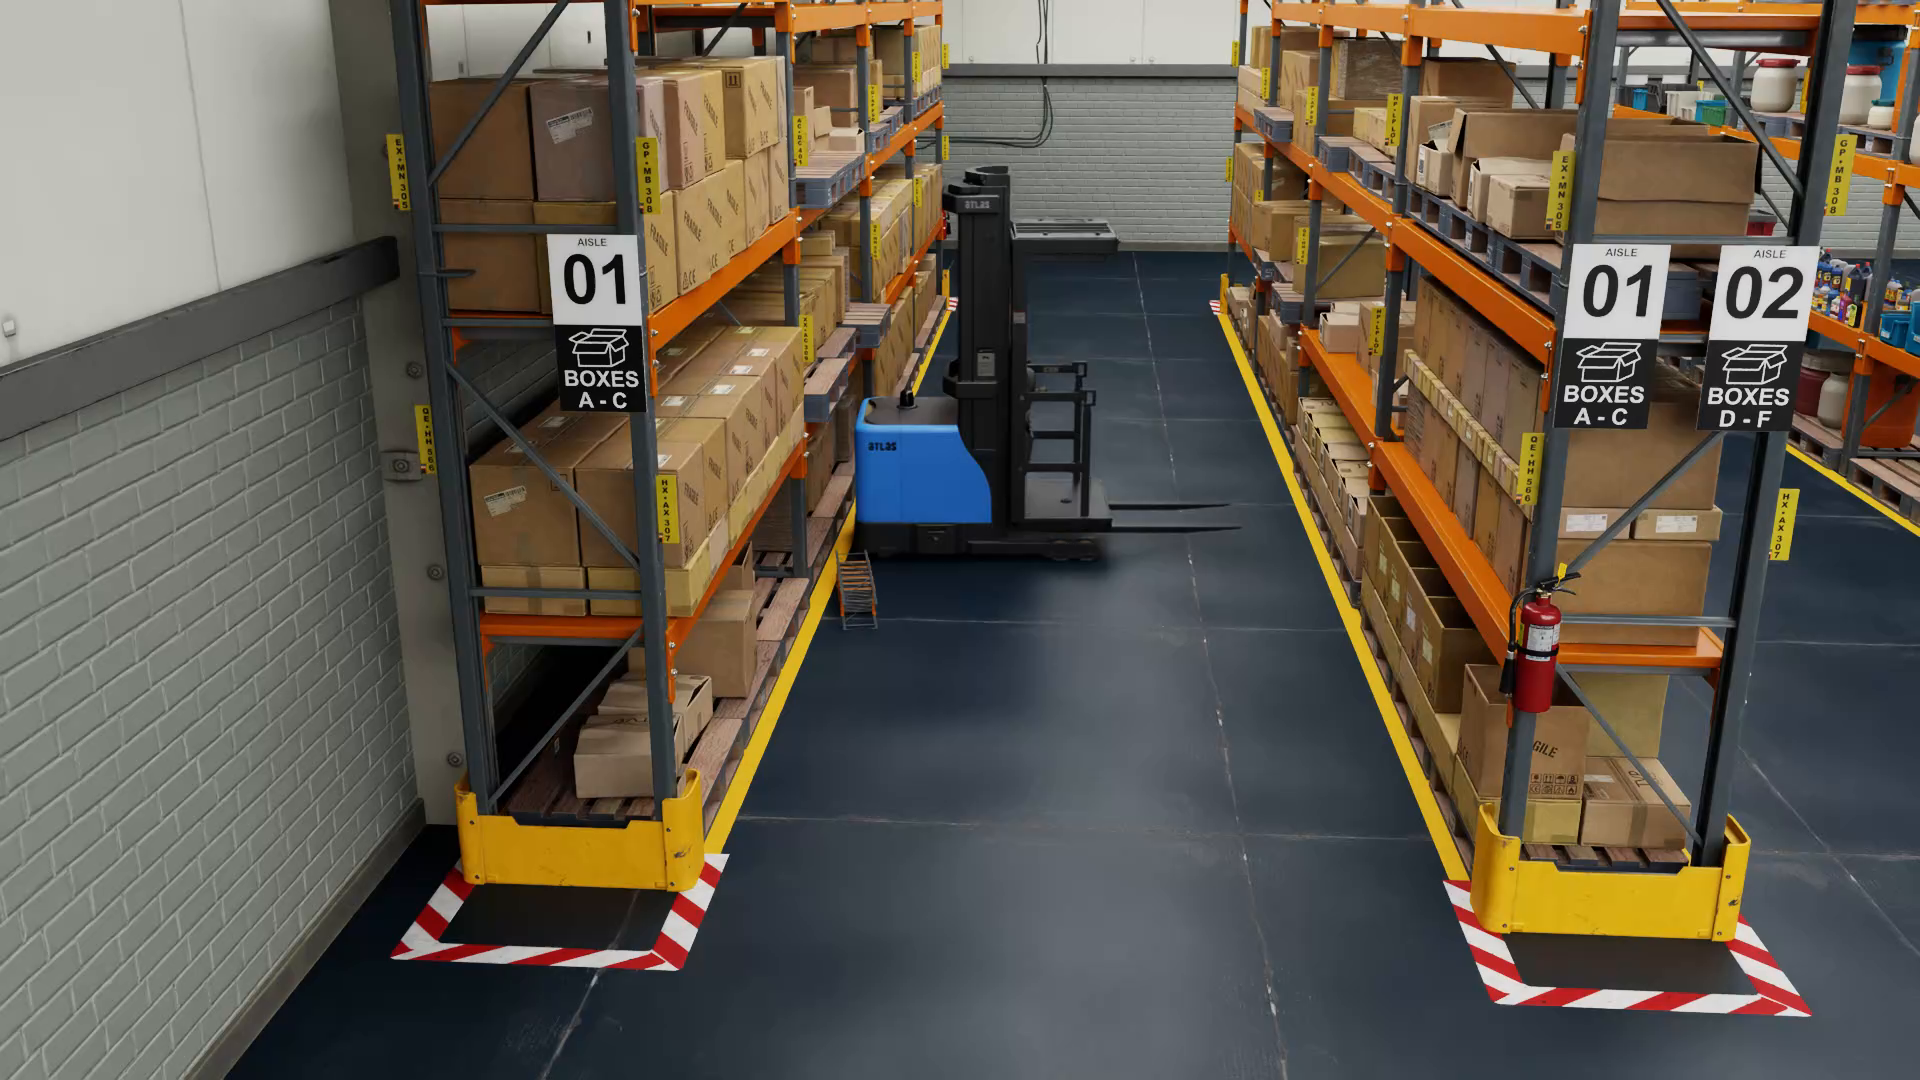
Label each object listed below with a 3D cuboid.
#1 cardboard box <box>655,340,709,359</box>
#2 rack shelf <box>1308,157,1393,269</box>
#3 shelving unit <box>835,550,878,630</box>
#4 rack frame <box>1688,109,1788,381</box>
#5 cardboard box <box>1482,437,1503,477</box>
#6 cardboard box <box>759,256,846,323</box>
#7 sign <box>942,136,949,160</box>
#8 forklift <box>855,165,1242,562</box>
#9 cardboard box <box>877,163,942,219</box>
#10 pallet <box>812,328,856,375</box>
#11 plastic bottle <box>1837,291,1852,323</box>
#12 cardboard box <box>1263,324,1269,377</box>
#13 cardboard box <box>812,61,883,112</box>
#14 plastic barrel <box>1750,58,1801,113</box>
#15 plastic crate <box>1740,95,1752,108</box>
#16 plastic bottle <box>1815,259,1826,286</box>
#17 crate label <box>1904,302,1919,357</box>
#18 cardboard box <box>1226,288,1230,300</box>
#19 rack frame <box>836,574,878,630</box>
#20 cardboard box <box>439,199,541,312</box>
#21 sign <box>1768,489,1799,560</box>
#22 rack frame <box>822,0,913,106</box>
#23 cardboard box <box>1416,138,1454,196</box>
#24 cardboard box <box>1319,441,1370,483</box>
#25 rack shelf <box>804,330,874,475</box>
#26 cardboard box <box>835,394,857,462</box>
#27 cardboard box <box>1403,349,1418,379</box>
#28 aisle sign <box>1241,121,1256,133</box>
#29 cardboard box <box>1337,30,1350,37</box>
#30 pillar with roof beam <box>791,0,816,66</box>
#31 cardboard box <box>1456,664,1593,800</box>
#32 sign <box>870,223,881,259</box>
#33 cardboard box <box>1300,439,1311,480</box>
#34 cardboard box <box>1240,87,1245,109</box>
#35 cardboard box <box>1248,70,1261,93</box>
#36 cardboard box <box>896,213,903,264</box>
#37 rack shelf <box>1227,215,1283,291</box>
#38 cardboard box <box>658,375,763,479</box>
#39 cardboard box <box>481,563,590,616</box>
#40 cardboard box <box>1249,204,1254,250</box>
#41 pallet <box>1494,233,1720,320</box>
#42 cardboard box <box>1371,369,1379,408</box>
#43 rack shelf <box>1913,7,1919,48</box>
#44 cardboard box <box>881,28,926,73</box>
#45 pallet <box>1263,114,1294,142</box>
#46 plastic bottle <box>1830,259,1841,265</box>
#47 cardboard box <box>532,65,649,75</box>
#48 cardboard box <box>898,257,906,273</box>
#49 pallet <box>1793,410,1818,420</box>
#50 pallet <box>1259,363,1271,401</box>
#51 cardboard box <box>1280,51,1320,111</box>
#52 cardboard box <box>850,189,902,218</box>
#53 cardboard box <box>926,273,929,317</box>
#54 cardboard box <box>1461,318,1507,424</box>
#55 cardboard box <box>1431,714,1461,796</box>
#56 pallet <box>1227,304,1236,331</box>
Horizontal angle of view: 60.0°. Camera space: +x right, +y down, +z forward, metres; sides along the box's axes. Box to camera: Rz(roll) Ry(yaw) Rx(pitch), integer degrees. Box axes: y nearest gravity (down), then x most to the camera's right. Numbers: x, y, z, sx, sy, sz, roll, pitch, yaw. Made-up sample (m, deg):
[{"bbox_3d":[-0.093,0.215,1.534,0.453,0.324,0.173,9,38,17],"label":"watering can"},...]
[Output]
[{"bbox_3d":[-1.886,-0.977,10.591,0.500,0.500,0.500,1,18,4],"label":"cardboard box"},{"bbox_3d":[3.482,-2.579,12.816,1.077,0.370,4.000,1,18,4],"label":"rack shelf"},{"bbox_3d":[-0.756,0.349,12.044,0.258,0.189,1.200,-2,18,-6],"label":"shelving unit"},{"bbox_3d":[8.852,-3.248,18.517,1.000,3.000,0.127,1,18,4],"label":"rack frame"},{"bbox_3d":[2.963,-0.431,8.720,0.380,0.149,0.250,2,18,6],"label":"cardboard box"},{"bbox_3d":[-1.353,-2.163,14.339,0.700,0.500,0.500,0,18,-1],"label":"cardboard box"},{"bbox_3d":[-0.202,-5.357,22.716,0.100,0.325,0.005,1,18,4],"label":"sign"},{"bbox_3d":[0.699,-1.389,12.954,3.031,2.935,1.130,0,18,0],"label":"forklift"},{"bbox_3d":[-0.769,-4.695,22.452,0.980,0.700,0.700,2,18,6],"label":"cardboard box"},{"bbox_3d":[-1.417,-1.520,13.551,1.003,0.211,1.213,1,18,4],"label":"pallet"},{"bbox_3d":[8.186,-2.157,15.375,0.061,0.283,0.133,1,18,4],"label":"plastic bottle"},{"bbox_3d":[3.607,-2.070,18.230,0.500,0.500,0.500,2,18,5],"label":"cardboard box"},{"bbox_3d":[-1.177,-4.706,17.282,0.700,0.500,0.500,1,18,3],"label":"cardboard box"},{"bbox_3d":[8.564,-4.779,17.481,0.433,0.535,0.433,0,18,0],"label":"plastic barrel"},{"bbox_3d":[9.215,-4.991,19.229,0.497,0.269,0.590,1,18,4],"label":"plastic crate"},{"bbox_3d":[8.958,-2.784,17.308,0.097,0.271,0.097,0,18,0],"label":"plastic bottle"},{"bbox_3d":[8.224,-1.720,13.797,0.502,0.435,0.616,1,18,4],"label":"crate label"},{"bbox_3d":[3.826,-3.334,22.651,0.380,0.149,0.250,1,18,4],"label":"cardboard box"},{"bbox_3d":[-0.756,0.436,12.072,0.240,0.006,1.200,-2,18,-6],"label":"rack frame"},{"bbox_3d":[-2.112,-1.359,7.745,0.500,0.500,0.500,3,18,8],"label":"cardboard box"},{"bbox_3d":[3.605,-0.067,7.293,0.100,0.325,0.005,1,18,4],"label":"sign"},{"bbox_3d":[-1.029,-6.320,18.258,1.000,3.000,0.127,1,18,4],"label":"rack frame"},{"bbox_3d":[3.001,-2.206,9.764,0.500,0.311,0.500,0,18,1],"label":"cardboard box"},{"bbox_3d":[3.190,-0.639,13.397,0.500,0.311,0.500,1,18,3],"label":"cardboard box"},{"bbox_3d":[-1.459,-1.263,13.617,1.077,0.370,4.000,1,18,4],"label":"rack shelf"},{"bbox_3d":[-1.316,-1.023,15.035,0.700,0.500,0.500,2,18,5],"label":"cardboard box"},{"bbox_3d":[3.126,-1.151,10.917,0.380,0.149,0.250,1,18,4],"label":"cardboard box"},{"bbox_3d":[3.911,-5.865,22.329,0.394,0.787,0.004,1,18,4],"label":"aisle sign"},{"bbox_3d":[4.086,-5.611,19.147,0.700,0.500,0.500,1,18,4],"label":"cardboard box"},{"bbox_3d":[2.452,-6.460,18.687,9.100,9.000,0.400,1,18,4],"label":"pillar with roof beam"},{"bbox_3d":[2.793,0.945,8.258,0.500,0.500,0.500,1,18,4],"label":"cardboard box"},{"bbox_3d":[-0.774,-2.730,15.204,0.100,0.325,0.005,1,18,4],"label":"sign"},{"bbox_3d":[3.260,-0.698,14.476,0.500,0.250,0.500,1,18,2],"label":"cardboard box"},{"bbox_3d":[3.860,-5.647,21.263,0.500,0.250,0.500,1,18,4],"label":"cardboard box"},{"bbox_3d":[3.790,-5.574,20.237,0.500,0.250,0.500,1,18,4],"label":"cardboard box"},{"bbox_3d":[-0.882,-3.204,17.712,0.500,0.500,0.500,1,18,4],"label":"cardboard box"},{"bbox_3d":[4.055,-3.639,20.866,1.077,0.370,4.000,1,18,4],"label":"rack shelf"},{"bbox_3d":[-1.442,-0.652,9.600,0.500,0.500,0.500,2,18,6],"label":"cardboard box"},{"bbox_3d":[-2.049,0.170,8.294,0.500,0.250,0.500,2,18,5],"label":"cardboard box"},{"bbox_3d":[3.727,-3.728,19.822,0.500,0.500,0.500,2,18,5],"label":"cardboard box"},{"bbox_3d":[3.128,-1.235,7.699,1.003,0.211,1.213,1,18,4],"label":"pallet"},{"bbox_3d":[3.218,-1.088,12.142,0.396,0.266,0.258,1,18,3],"label":"cardboard box"},{"bbox_3d":[8.422,-3.703,12.070,1.077,0.370,4.000,1,18,4],"label":"rack shelf"},{"bbox_3d":[-0.668,-5.801,19.695,0.500,0.500,0.500,1,18,3],"label":"cardboard box"},{"bbox_3d":[3.724,-4.172,16.824,1.213,0.211,1.003,1,18,4],"label":"pallet"},{"bbox_3d":[9.084,-2.789,17.316,0.152,0.276,0.135,1,18,4],"label":"plastic bottle"},{"bbox_3d":[-1.990,-2.317,9.063,0.500,0.500,0.500,1,18,4],"label":"cardboard box"},{"bbox_3d":[-0.790,-3.006,18.150,0.380,0.149,0.250,1,18,4],"label":"cardboard box"},{"bbox_3d":[8.671,-1.304,17.063,1.003,0.211,1.213,1,18,4],"label":"pallet"},{"bbox_3d":[3.891,-1.781,18.519,1.003,0.211,1.213,1,18,4],"label":"pallet"},{"bbox_3d":[3.802,-4.925,17.822,0.600,0.600,0.600,0,18,-1],"label":"cardboard box"},{"bbox_3d":[-0.890,-3.556,17.582,0.500,0.250,0.500,2,18,5],"label":"cardboard box"},{"bbox_3d":[-0.764,-3.191,21.686,0.700,0.500,0.500,1,18,2],"label":"cardboard box"},{"bbox_3d":[3.205,-0.933,9.209,0.700,0.500,0.500,1,18,4],"label":"cardboard box"},{"bbox_3d":[2.819,1.146,8.850,0.500,0.250,0.500,1,18,4],"label":"cardboard box"},{"bbox_3d":[4.137,-3.005,22.256,1.003,0.211,1.213,1,18,4],"label":"pallet"}]
